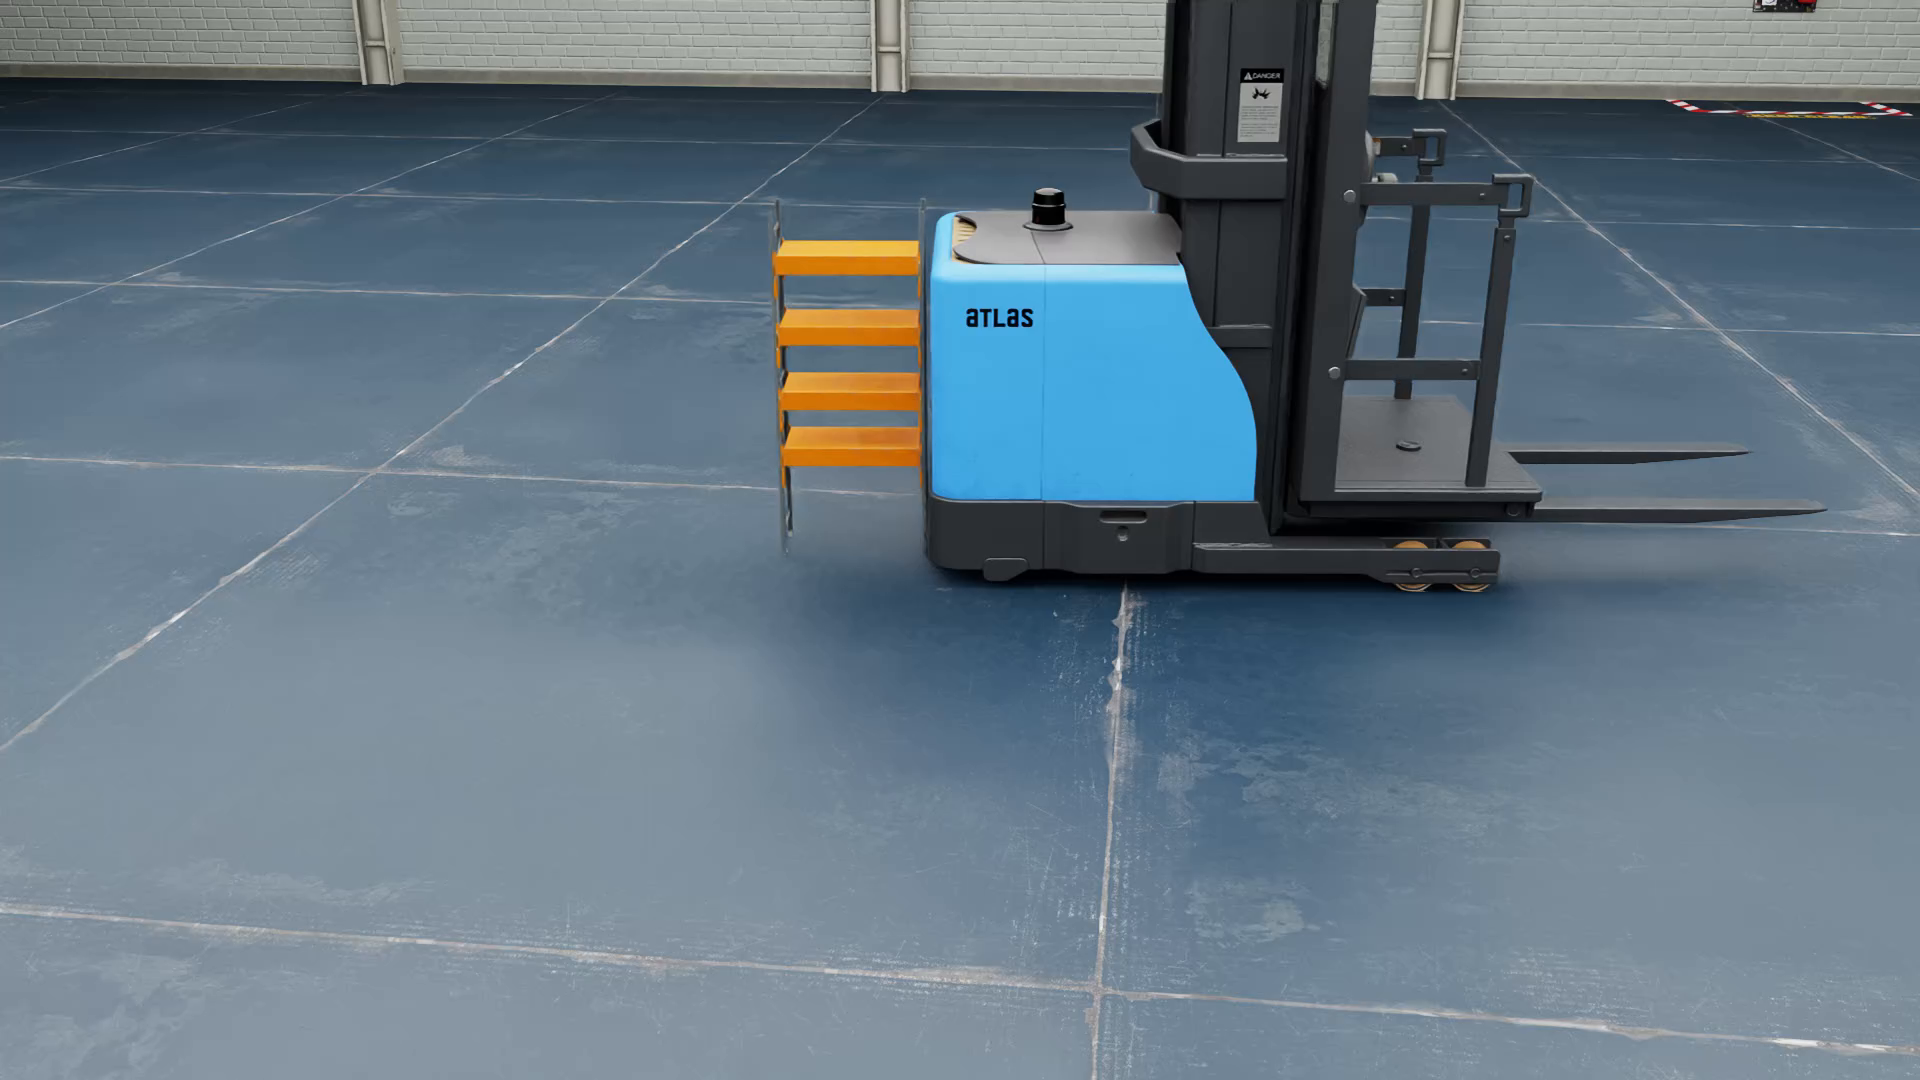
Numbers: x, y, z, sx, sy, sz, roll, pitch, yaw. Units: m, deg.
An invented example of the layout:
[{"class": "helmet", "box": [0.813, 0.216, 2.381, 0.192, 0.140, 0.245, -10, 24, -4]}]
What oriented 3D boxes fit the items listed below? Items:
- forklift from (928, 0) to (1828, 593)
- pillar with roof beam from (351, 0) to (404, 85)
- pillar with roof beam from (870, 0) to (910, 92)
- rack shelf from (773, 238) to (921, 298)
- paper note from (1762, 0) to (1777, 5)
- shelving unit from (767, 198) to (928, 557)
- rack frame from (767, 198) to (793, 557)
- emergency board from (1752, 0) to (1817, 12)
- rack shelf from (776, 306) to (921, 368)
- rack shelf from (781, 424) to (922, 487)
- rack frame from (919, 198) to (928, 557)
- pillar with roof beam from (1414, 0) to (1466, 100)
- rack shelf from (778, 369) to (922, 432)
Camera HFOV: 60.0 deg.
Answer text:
[{"class": "forklift", "box": [1.413, -1.387, 5.461, 3.031, 2.935, 1.130, 0, 22, 0]}, {"class": "pillar with roof beam", "box": [-7.247, -7.956, 13.825, 0.400, 9.000, 9.100, 2, 22, 6]}, {"class": "pillar with roof beam", "box": [-1.288, -7.697, 13.169, 0.400, 9.000, 9.100, 2, 22, 6]}, {"class": "rack shelf", "box": [-0.367, -0.908, 5.536, 0.480, 0.148, 0.258, 0, 22, 0]}, {"class": "paper note", "box": [8.518, -5.704, 17.485, 0.142, 0.148, 0.016, 2, 22, 6]}, {"class": "shelving unit", "box": [-0.367, -0.542, 5.680, 0.503, 1.200, 0.258, 0, 22, 0]}, {"class": "rack frame", "box": [-0.611, -0.543, 5.682, 0.015, 1.200, 0.240, 0, 22, 0]}, {"class": "emergency board", "box": [8.685, -6.080, 17.240, 0.643, 1.169, 0.194, 2, 22, 6]}, {"class": "rack shelf", "box": [-0.367, -0.688, 5.622, 0.480, 0.148, 0.258, 0, 22, 0]}, {"class": "rack shelf", "box": [-0.367, -0.295, 5.778, 0.480, 0.148, 0.258, 0, 22, 0]}, {"class": "rack frame", "box": [-0.123, -0.542, 5.678, 0.015, 1.200, 0.240, 0, 22, 0]}, {"class": "pillar with roof beam", "box": [4.670, -7.437, 12.512, 0.400, 9.000, 9.100, 2, 22, 6]}, {"class": "rack shelf", "box": [-0.367, -0.480, 5.705, 0.480, 0.148, 0.258, 0, 22, 0]}]
